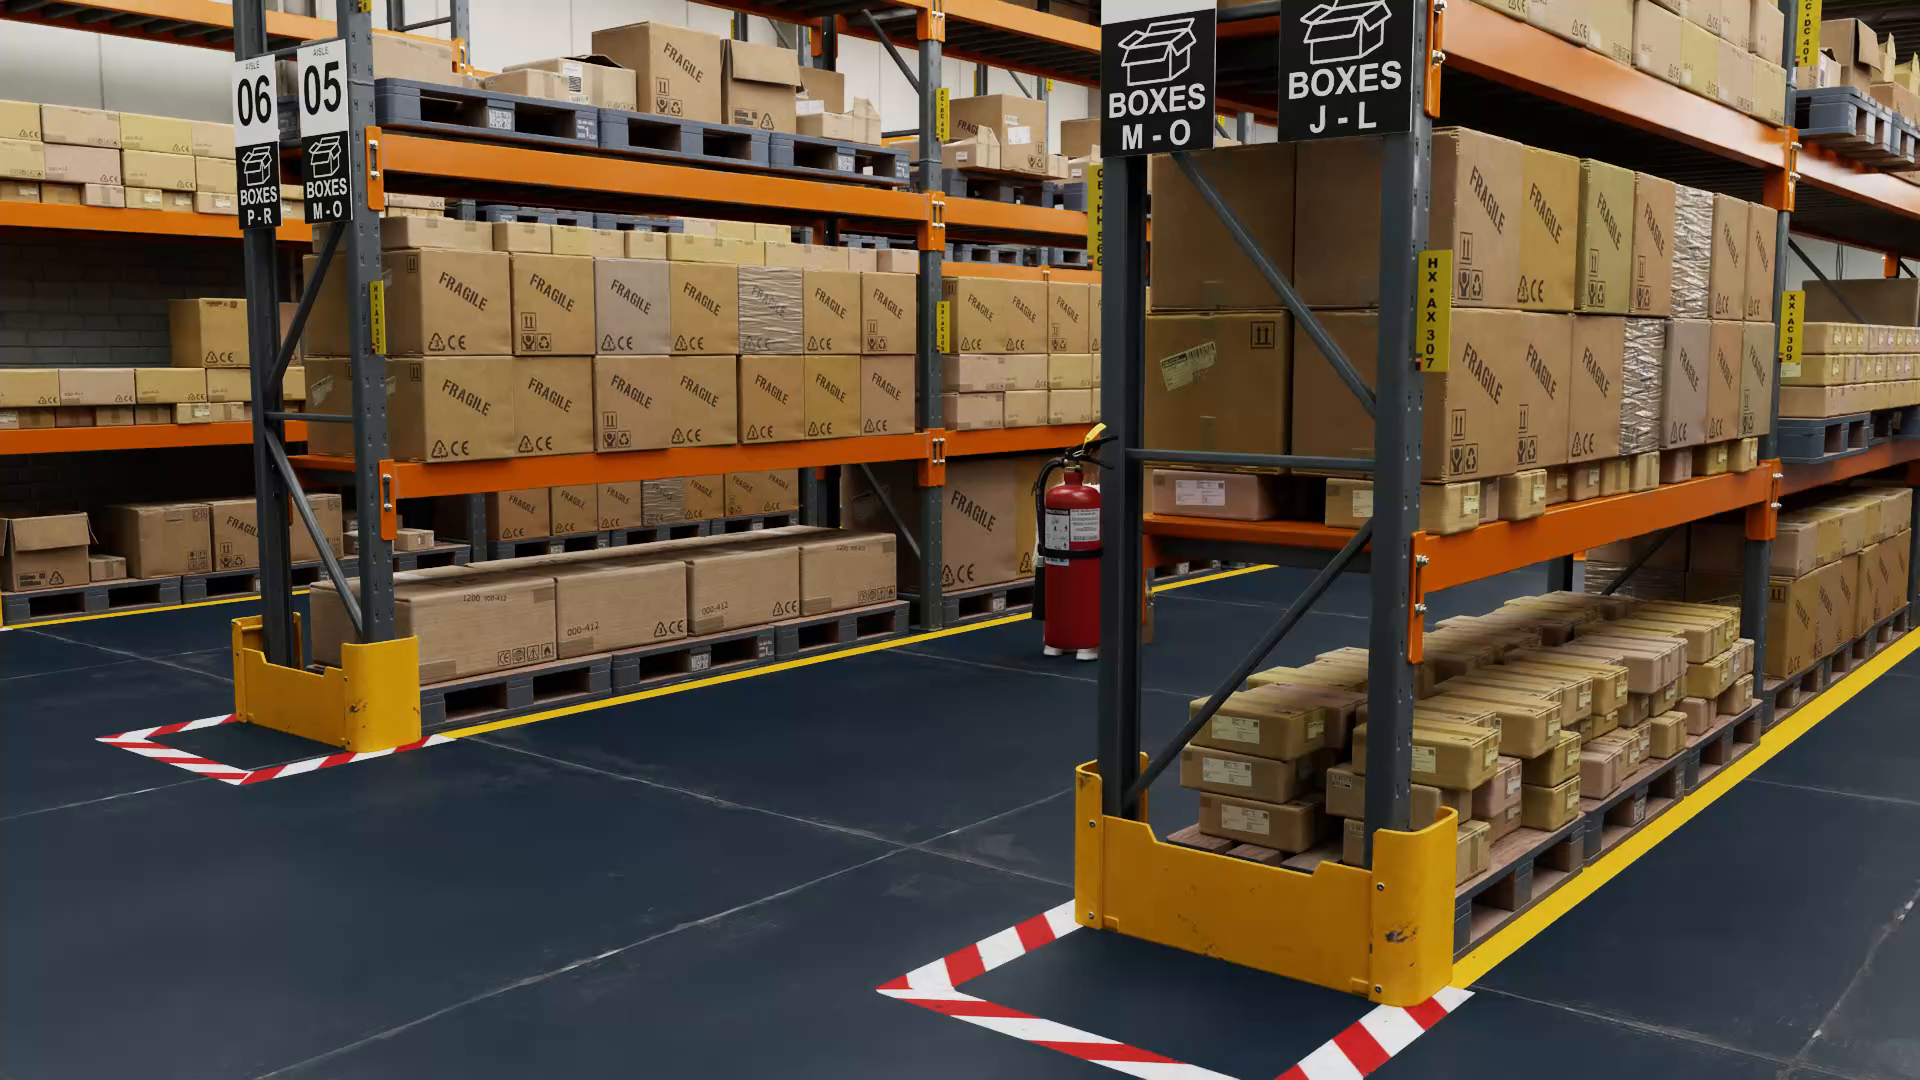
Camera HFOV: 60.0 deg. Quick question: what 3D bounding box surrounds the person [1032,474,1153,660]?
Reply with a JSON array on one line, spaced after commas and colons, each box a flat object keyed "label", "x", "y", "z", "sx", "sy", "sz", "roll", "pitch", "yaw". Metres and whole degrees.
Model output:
[{"label": "person", "x": 0.764, "y": 0.140, "z": 10.057, "sx": 0.617, "sy": 1.098, "sz": 0.867, "roll": 5, "pitch": 8, "yaw": 38}]
